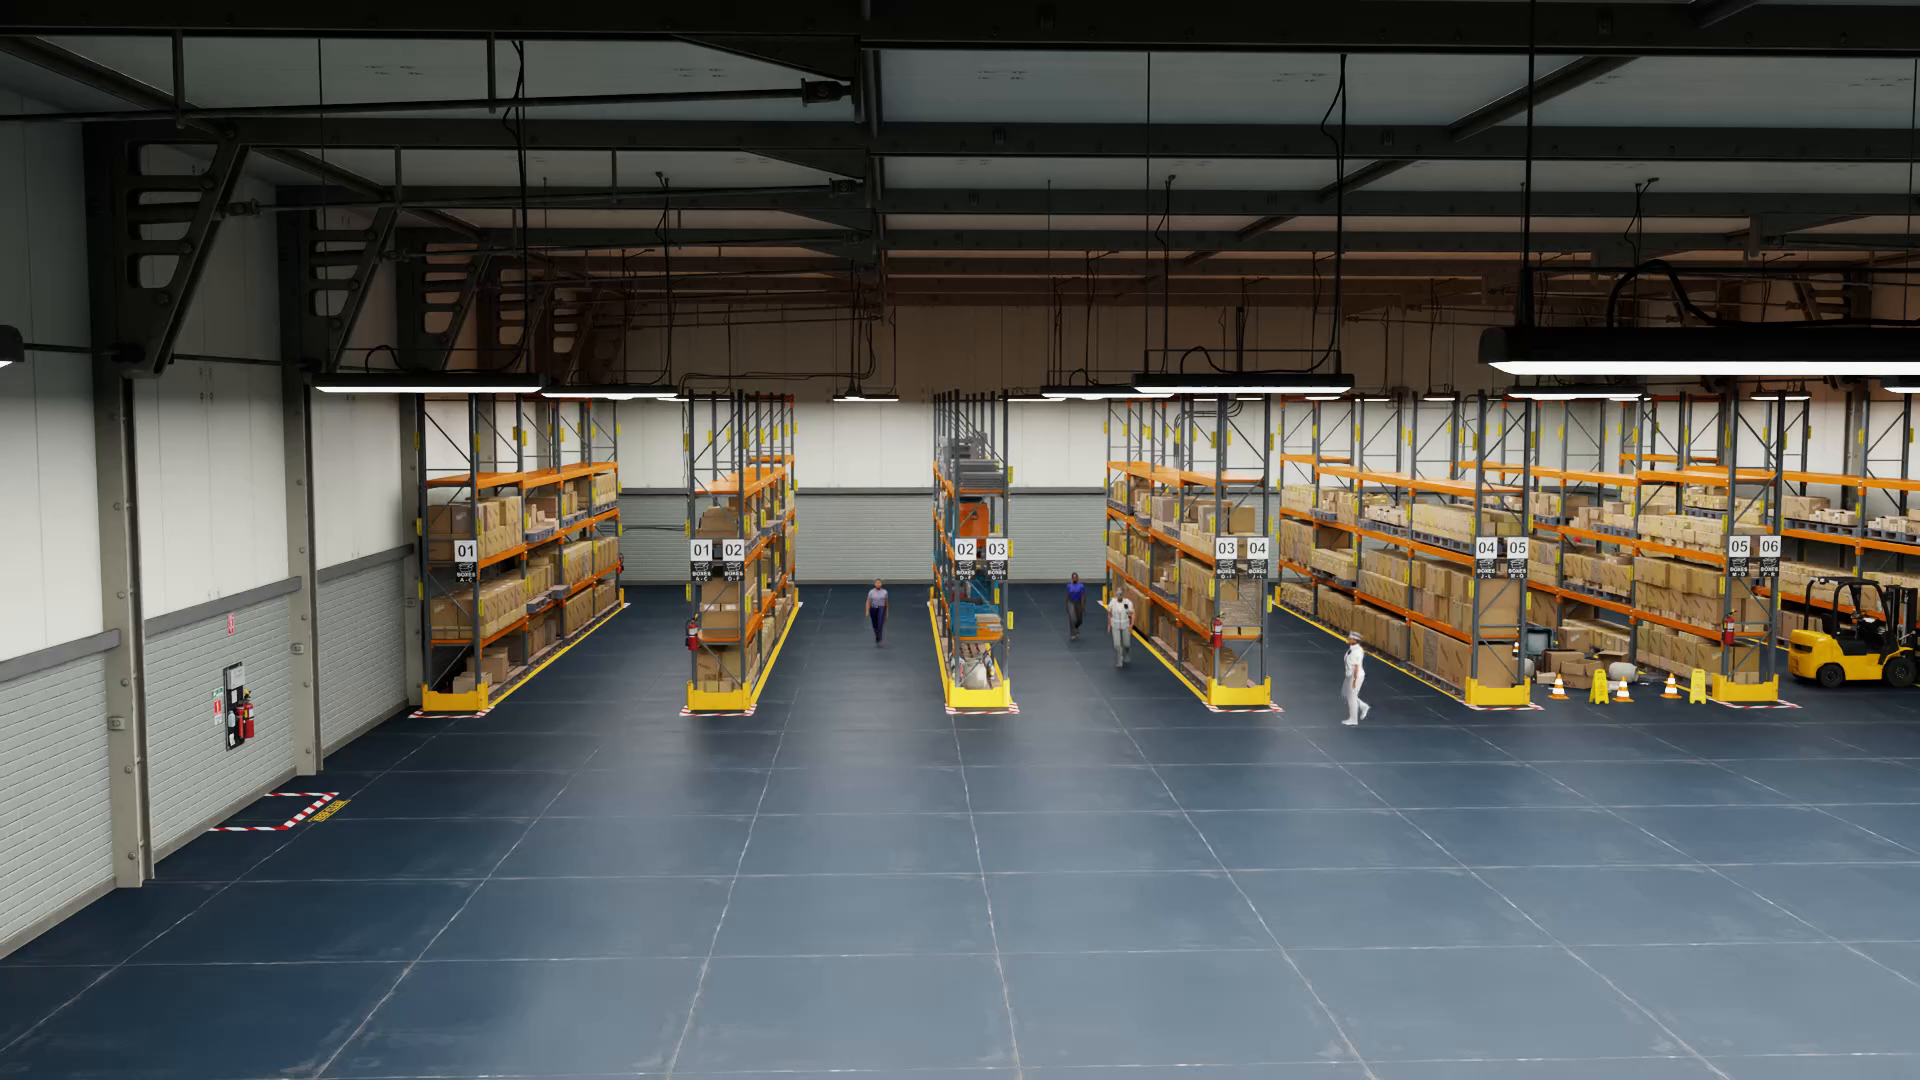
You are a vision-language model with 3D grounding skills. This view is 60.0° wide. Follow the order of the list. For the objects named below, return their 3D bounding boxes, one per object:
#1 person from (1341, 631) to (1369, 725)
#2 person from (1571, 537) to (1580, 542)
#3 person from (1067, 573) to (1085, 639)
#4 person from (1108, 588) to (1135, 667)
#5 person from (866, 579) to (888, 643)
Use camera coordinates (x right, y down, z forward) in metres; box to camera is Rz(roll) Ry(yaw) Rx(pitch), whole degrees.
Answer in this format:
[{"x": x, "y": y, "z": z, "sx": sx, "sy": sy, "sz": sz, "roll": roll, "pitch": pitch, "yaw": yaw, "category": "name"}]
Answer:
[{"x": 7.085, "y": 2.445, "z": 29.679, "sx": 0.561, "sy": 1.674, "sz": 0.452, "roll": -1, "pitch": 5, "yaw": -6, "category": "person"}, {"x": 18.578, "y": 0.765, "z": 50.067, "sx": 1.034, "sy": 1.754, "sz": 0.542, "roll": -1, "pitch": 5, "yaw": -9, "category": "person"}, {"x": 2.829, "y": 1.587, "z": 40.669, "sx": 0.445, "sy": 1.611, "sz": 0.843, "roll": 0, "pitch": 5, "yaw": -5, "category": "person"}, {"x": 3.544, "y": 1.889, "z": 36.507, "sx": 0.598, "sy": 1.735, "sz": 0.641, "roll": 1, "pitch": 5, "yaw": 9, "category": "person"}, {"x": -1.965, "y": 1.701, "z": 39.215, "sx": 0.483, "sy": 1.566, "sz": 1.008, "roll": 1, "pitch": 5, "yaw": 8, "category": "person"}]
